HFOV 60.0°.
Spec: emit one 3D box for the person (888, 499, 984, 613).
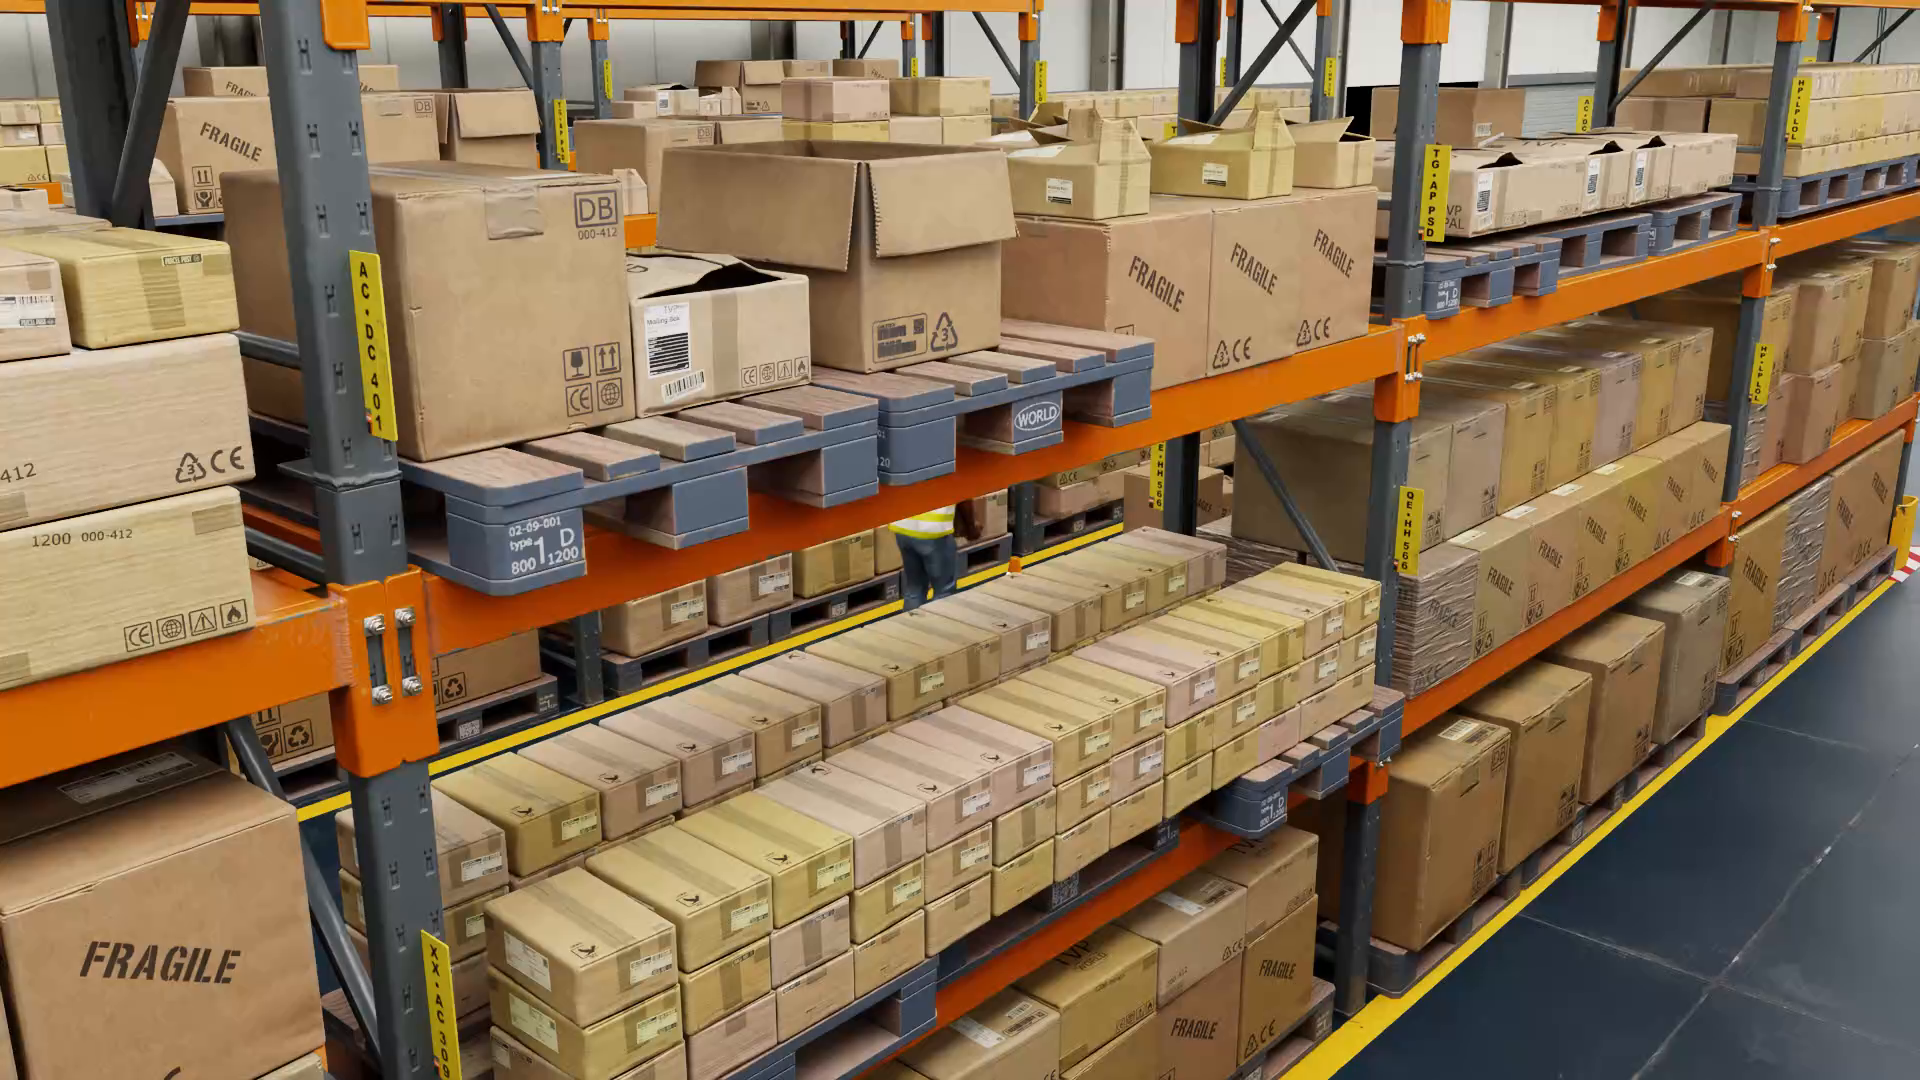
[{"bbox_3d":[-0.158,-0.072,10.276,0.503,1.743,0.591,14,22,39],"label":"person"}]
